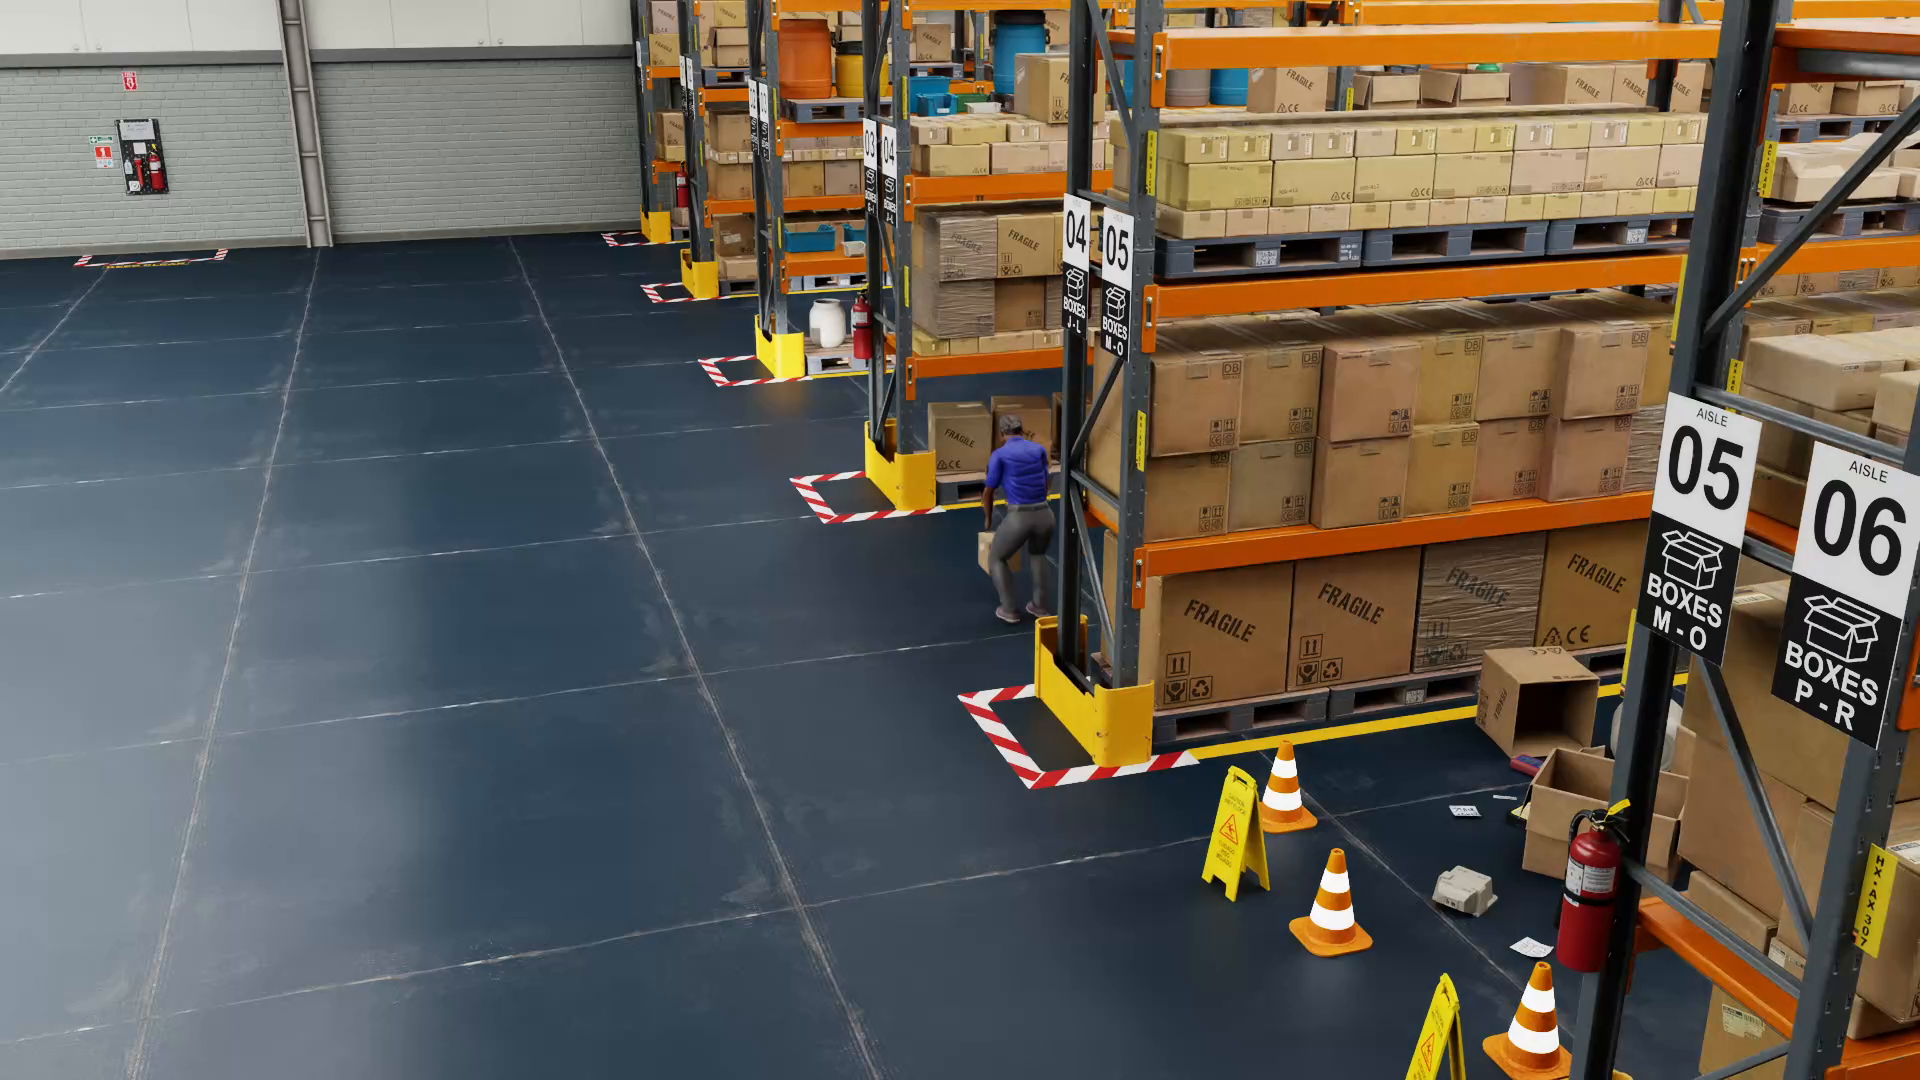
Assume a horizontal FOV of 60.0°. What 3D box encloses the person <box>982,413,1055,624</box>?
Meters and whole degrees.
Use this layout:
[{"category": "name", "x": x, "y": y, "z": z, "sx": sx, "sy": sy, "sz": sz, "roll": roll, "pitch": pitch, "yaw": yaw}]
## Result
[{"category": "person", "x": 0.411, "y": -0.138, "z": 11.779, "sx": 0.490, "sy": 1.465, "sz": 0.555, "roll": -6, "pitch": 20, "yaw": -17}]
